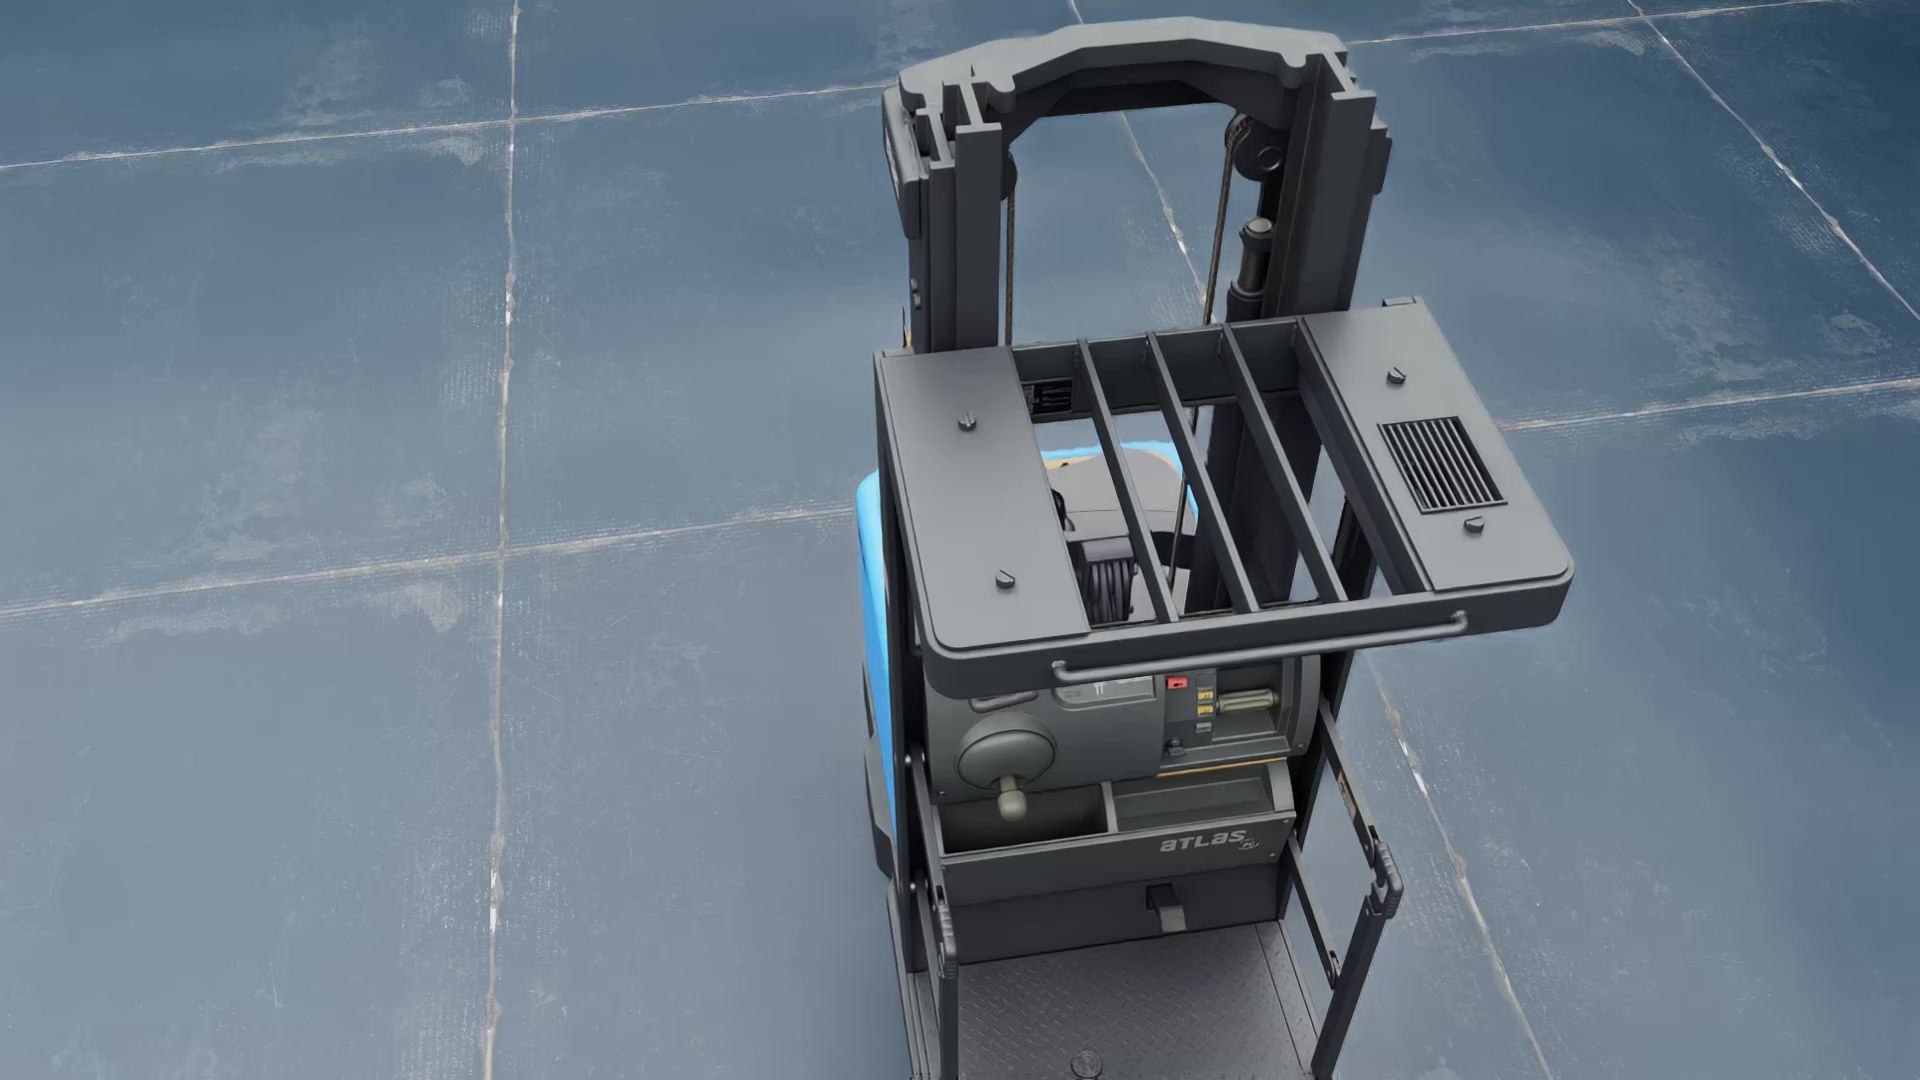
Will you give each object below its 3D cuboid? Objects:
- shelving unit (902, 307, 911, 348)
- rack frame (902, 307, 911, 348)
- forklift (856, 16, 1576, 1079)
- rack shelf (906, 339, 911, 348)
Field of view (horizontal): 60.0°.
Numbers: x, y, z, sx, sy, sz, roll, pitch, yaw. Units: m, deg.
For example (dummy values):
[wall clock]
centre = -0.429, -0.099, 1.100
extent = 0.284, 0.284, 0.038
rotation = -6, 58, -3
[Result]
[shelving unit]
centre = -0.053, -0.358, 5.866
extent = 0.252, 1.050, 0.215
rotation = -7, 46, -7
[rack frame]
centre = -0.173, -0.343, 5.851
extent = 0.008, 1.050, 0.200
rotation = -7, 46, -7
[forklift]
centre = 0.419, 0.512, 3.721
extent = 1.130, 2.935, 3.031
rotation = -7, 46, -6
[rack shelf]
centre = -0.053, -0.547, 5.669
extent = 0.240, 0.259, 0.215
rotation = -7, 46, -7
